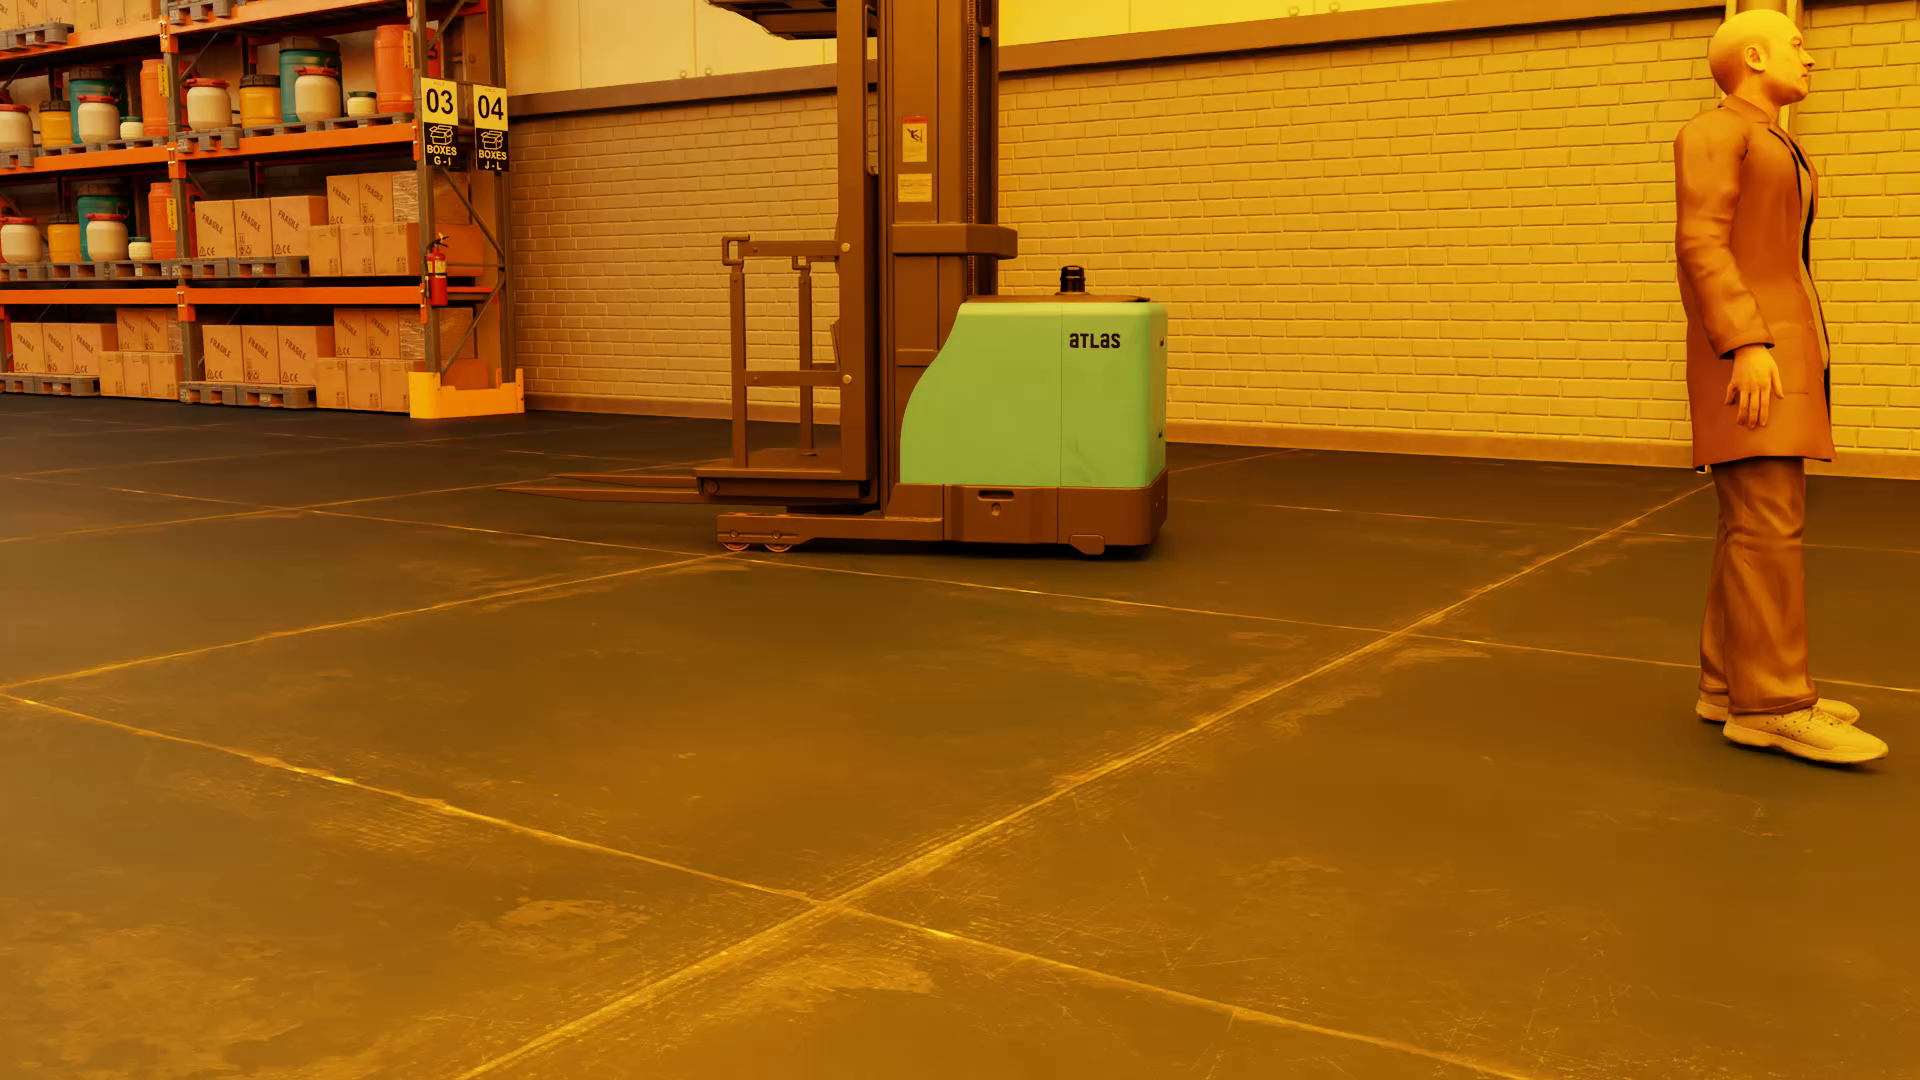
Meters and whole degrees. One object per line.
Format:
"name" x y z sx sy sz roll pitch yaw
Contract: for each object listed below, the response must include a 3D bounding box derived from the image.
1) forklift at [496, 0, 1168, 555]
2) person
"forklift" -0.596 -1.469 7.520 3.031 2.935 1.130 2 8 12
"person" 2.067 -0.405 4.089 0.579 1.778 0.698 6 10 37
